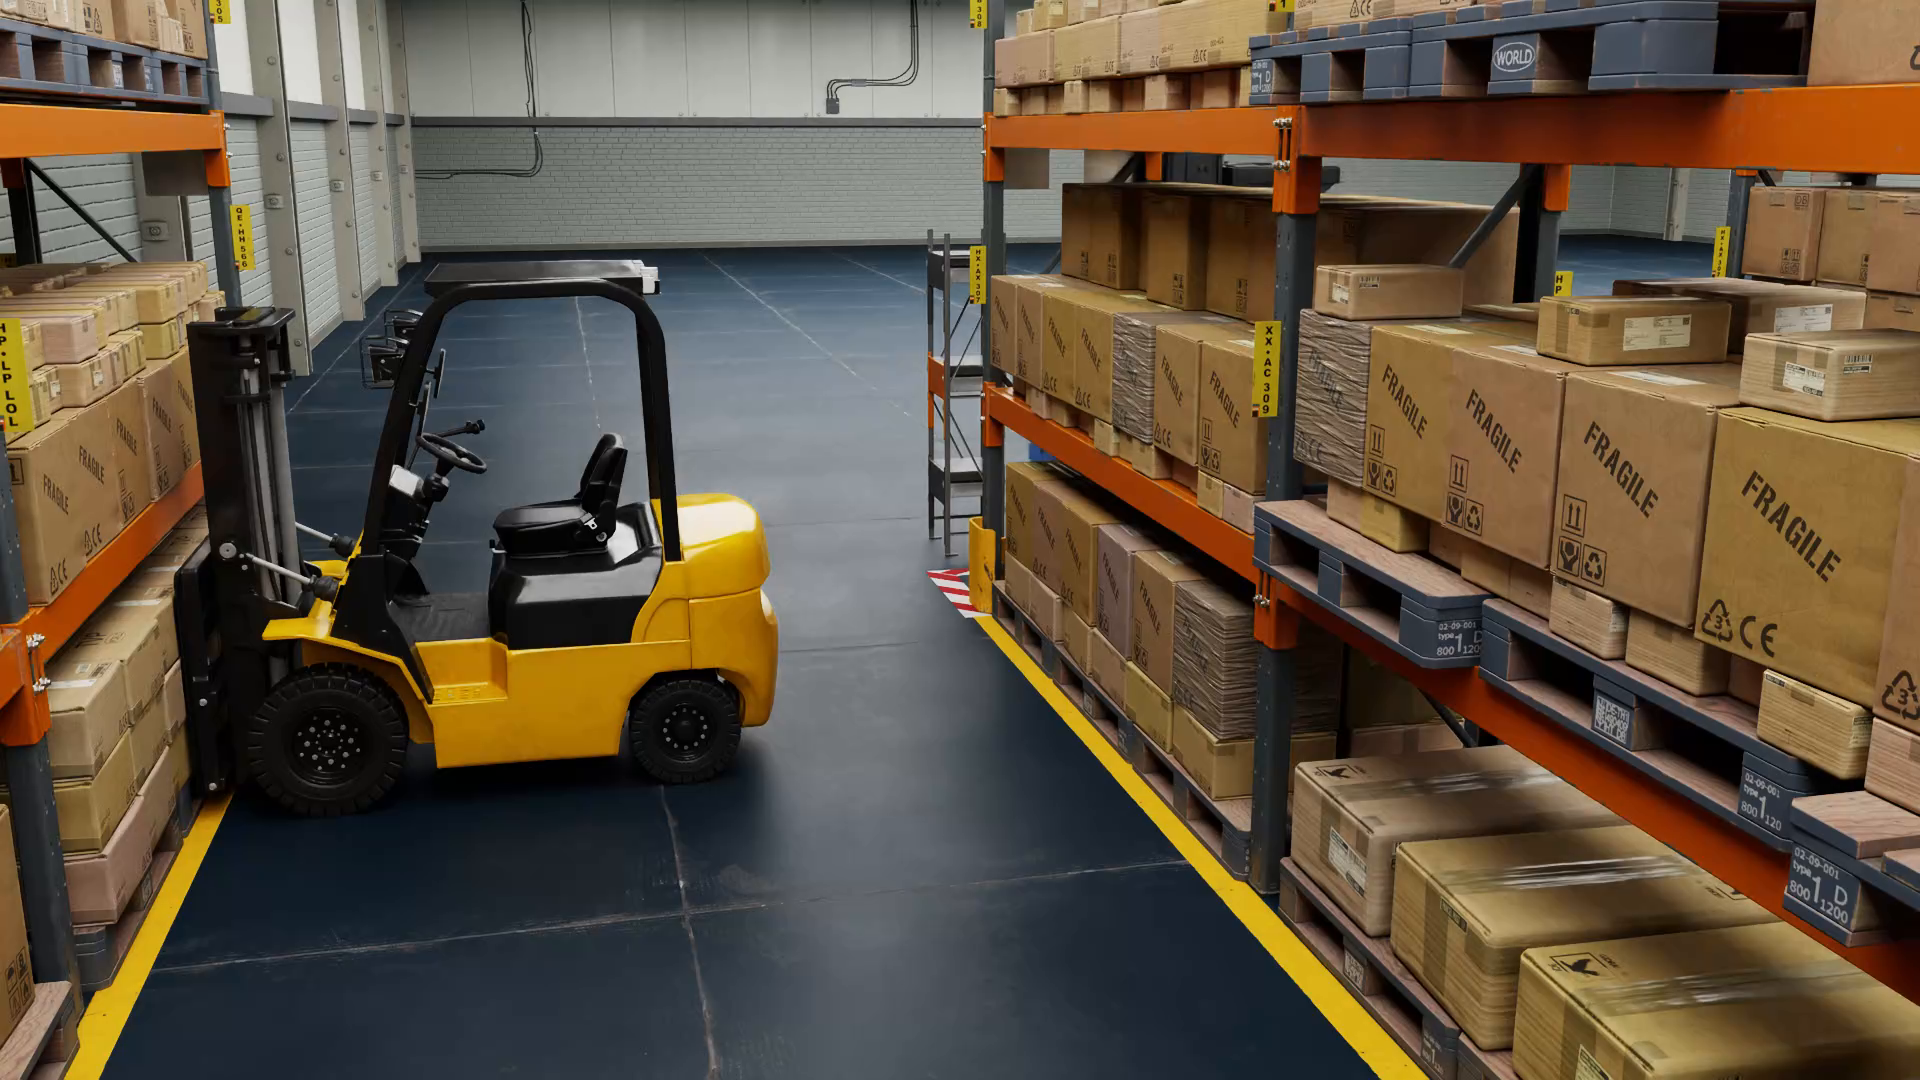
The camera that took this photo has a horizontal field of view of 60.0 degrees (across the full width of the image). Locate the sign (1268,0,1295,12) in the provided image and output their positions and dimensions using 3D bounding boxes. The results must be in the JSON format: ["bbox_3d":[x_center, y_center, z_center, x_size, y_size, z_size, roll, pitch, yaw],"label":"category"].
[{"bbox_3d":[1.046,-1.869,5.345,0.100,0.325,0.005,-3,14,-13],"label":"sign"}]

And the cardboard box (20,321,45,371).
[{"bbox_3d":[-3.257,-0.627,5.467,0.380,0.149,0.250,-4,14,-14],"label":"cardboard box"}]

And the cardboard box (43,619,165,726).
[{"bbox_3d":[-3.171,0.484,5.929,0.500,0.250,0.500,-3,14,-13],"label":"cardboard box"}]

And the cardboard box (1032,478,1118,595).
[{"bbox_3d":[0.686,-0.020,8.518,0.500,0.500,0.500,-4,14,-15],"label":"cardboard box"}]

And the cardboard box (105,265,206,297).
[{"bbox_3d":[-3.815,-1.220,7.895,0.380,0.149,0.250,-3,14,-13],"label":"cardboard box"}]

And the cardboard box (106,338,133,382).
[{"bbox_3d":[-3.344,-0.663,6.245,0.380,0.149,0.250,-4,14,-15],"label":"cardboard box"}]

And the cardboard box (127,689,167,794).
[{"bbox_3d":[-3.186,0.729,5.977,0.500,0.250,0.500,-3,14,-13],"label":"cardboard box"}]

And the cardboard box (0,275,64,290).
[{"bbox_3d":[-4.173,-1.076,7.307,0.380,0.149,0.250,-3,14,-13],"label":"cardboard box"}]

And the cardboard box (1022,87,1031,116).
[{"bbox_3d":[0.543,-2.300,8.730,0.380,0.149,0.250,-4,14,-15],"label":"cardboard box"}]

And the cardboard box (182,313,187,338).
[{"bbox_3d":[-3.701,-0.958,7.452,0.380,0.149,0.250,-3,14,-14],"label":"cardboard box"}]

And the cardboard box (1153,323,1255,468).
[{"bbox_3d":[1.098,-0.592,6.694,0.500,0.500,0.500,-3,14,-11],"label":"cardboard box"}]

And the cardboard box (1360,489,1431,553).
[{"bbox_3d":[1.444,-0.071,5.042,0.380,0.149,0.250,-3,14,-12],"label":"cardboard box"}]

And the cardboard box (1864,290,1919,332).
[{"bbox_3d":[5.711,-1.142,9.466,0.875,0.550,0.550,-3,14,-13],"label":"cardboard box"}]

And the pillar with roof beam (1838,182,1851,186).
[{"bbox_3d":[15.893,-10.593,35.826,9.100,9.000,0.400,-3,14,-13],"label":"pillar with roof beam"}]

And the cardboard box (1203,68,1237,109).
[{"bbox_3d":[1.144,-1.704,6.290,0.380,0.149,0.250,-3,14,-13],"label":"cardboard box"}]

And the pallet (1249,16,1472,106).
[{"bbox_3d":[1.613,-1.410,4.953,1.213,0.211,1.003,-3,14,-13],"label":"pallet"}]

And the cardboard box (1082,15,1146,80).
[{"bbox_3d":[0.847,-2.159,7.314,0.500,0.250,0.500,-3,14,-12],"label":"cardboard box"}]

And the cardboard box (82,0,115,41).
[{"bbox_3d":[-3.607,-2.130,6.191,0.797,0.503,0.637,-3,14,-11],"label":"cardboard box"}]

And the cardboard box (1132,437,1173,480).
[{"bbox_3d":[0.958,-0.362,7.116,0.380,0.149,0.250,-3,14,-14],"label":"cardboard box"}]

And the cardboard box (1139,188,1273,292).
[{"bbox_3d":[1.296,-1.459,8.135,0.700,0.500,0.500,-3,14,-14],"label":"cardboard box"}]

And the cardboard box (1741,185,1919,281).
[{"bbox_3d":[5.469,-1.924,10.390,0.875,0.550,0.550,-3,14,-13],"label":"cardboard box"}]

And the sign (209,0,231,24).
[{"bbox_3d":[-3.661,-2.713,8.194,0.100,0.325,0.005,-3,14,-13],"label":"sign"}]

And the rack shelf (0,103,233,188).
[{"bbox_3d":[-3.722,-1.484,6.376,1.077,0.370,4.000,-3,14,-13],"label":"rack shelf"}]

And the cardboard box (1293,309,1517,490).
[{"bbox_3d":[1.403,-0.465,5.289,0.500,0.500,0.500,-3,14,-12],"label":"cardboard box"}]

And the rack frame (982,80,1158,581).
[{"bbox_3d":[0.632,-1.115,9.671,1.000,3.000,0.127,-3,14,-13],"label":"rack frame"}]

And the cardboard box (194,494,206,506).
[{"bbox_3d":[-3.781,-0.103,8.329,0.500,0.250,0.500,-3,14,-11],"label":"cardboard box"}]

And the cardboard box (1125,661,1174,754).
[{"bbox_3d":[1.037,0.696,7.168,0.500,0.250,0.500,-4,14,-15],"label":"cardboard box"}]

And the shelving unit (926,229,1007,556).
[{"bbox_3d":[0.039,-0.982,11.022,0.431,2.100,0.503,-3,14,-13],"label":"shelving unit"}]

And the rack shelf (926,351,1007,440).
[{"bbox_3d":[0.039,-0.969,11.025,0.431,0.518,0.480,-3,14,-13],"label":"rack shelf"}]

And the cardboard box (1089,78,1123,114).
[{"bbox_3d":[0.803,-1.999,7.498,0.380,0.149,0.250,-4,14,-15],"label":"cardboard box"}]

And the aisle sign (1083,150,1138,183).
[{"bbox_3d":[0.899,-2.408,9.487,0.394,0.787,0.004,-3,14,-13],"label":"aisle sign"}]

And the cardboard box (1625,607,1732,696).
[{"bbox_3d":[1.764,0.233,3.797,0.380,0.149,0.250,-4,14,-15],"label":"cardboard box"}]

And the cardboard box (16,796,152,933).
[{"bbox_3d":[-3.044,1.087,5.567,0.500,0.250,0.500,-3,14,-13],"label":"cardboard box"}]

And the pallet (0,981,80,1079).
[{"bbox_3d":[-3.042,1.608,4.402,1.003,0.211,1.213,-3,14,-13],"label":"pallet"}]

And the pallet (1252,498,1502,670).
[{"bbox_3d":[1.610,0.085,5.162,1.003,0.211,1.213,-3,14,-13],"label":"pallet"}]

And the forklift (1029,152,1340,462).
[{"bbox_3d":[2.065,-1.648,11.998,3.031,2.935,1.130,-2,14,-8],"label":"forklift"}]

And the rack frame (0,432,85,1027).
[{"bbox_3d":[-3.252,0.085,4.758,1.000,3.000,0.127,-3,14,-13],"label":"rack frame"}]

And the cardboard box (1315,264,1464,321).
[{"bbox_3d":[1.338,-0.776,5.195,0.380,0.149,0.250,-3,14,-13],"label":"cardboard box"}]

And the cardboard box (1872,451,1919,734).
[{"bbox_3d":[2.002,0.125,2.871,0.500,0.500,0.500,-4,14,-14],"label":"cardboard box"}]

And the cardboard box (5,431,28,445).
[{"bbox_3d":[-3.072,-0.367,5.030,0.380,0.149,0.250,-4,14,-14],"label":"cardboard box"}]

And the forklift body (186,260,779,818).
[{"bbox_3d":[-1.973,-0.089,7.261,2.313,2.155,1.214,-3,14,-13],"label":"forklift body"}]

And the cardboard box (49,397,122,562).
[{"bbox_3d":[-3.241,-0.199,5.712,0.500,0.500,0.500,-3,14,-12],"label":"cardboard box"}]

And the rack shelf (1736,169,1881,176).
[{"bbox_3d":[5.890,-2.061,8.736,1.077,0.370,4.000,-3,14,-13],"label":"rack shelf"}]

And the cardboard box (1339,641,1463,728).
[{"bbox_3d":[1.695,0.424,6.700,0.500,0.500,0.500,-3,14,-11],"label":"cardboard box"}]

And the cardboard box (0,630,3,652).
[{"bbox_3d":[-2.880,0.260,4.359,0.500,0.250,0.500,-3,14,-12],"label":"cardboard box"}]

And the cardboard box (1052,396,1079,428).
[{"bbox_3d":[0.676,-0.661,8.342,0.380,0.149,0.250,-3,14,-12],"label":"cardboard box"}]

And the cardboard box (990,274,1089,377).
[{"bbox_3d":[0.474,-1.183,9.113,0.500,0.500,0.500,-4,14,-14],"label":"cardboard box"}]

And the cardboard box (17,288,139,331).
[{"bbox_3d":[-3.537,-0.921,6.673,0.380,0.149,0.250,-3,14,-12],"label":"cardboard box"}]

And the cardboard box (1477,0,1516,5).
[{"bbox_3d":[1.579,-1.392,3.913,0.500,0.250,0.500,-3,14,-14],"label":"cardboard box"}]
